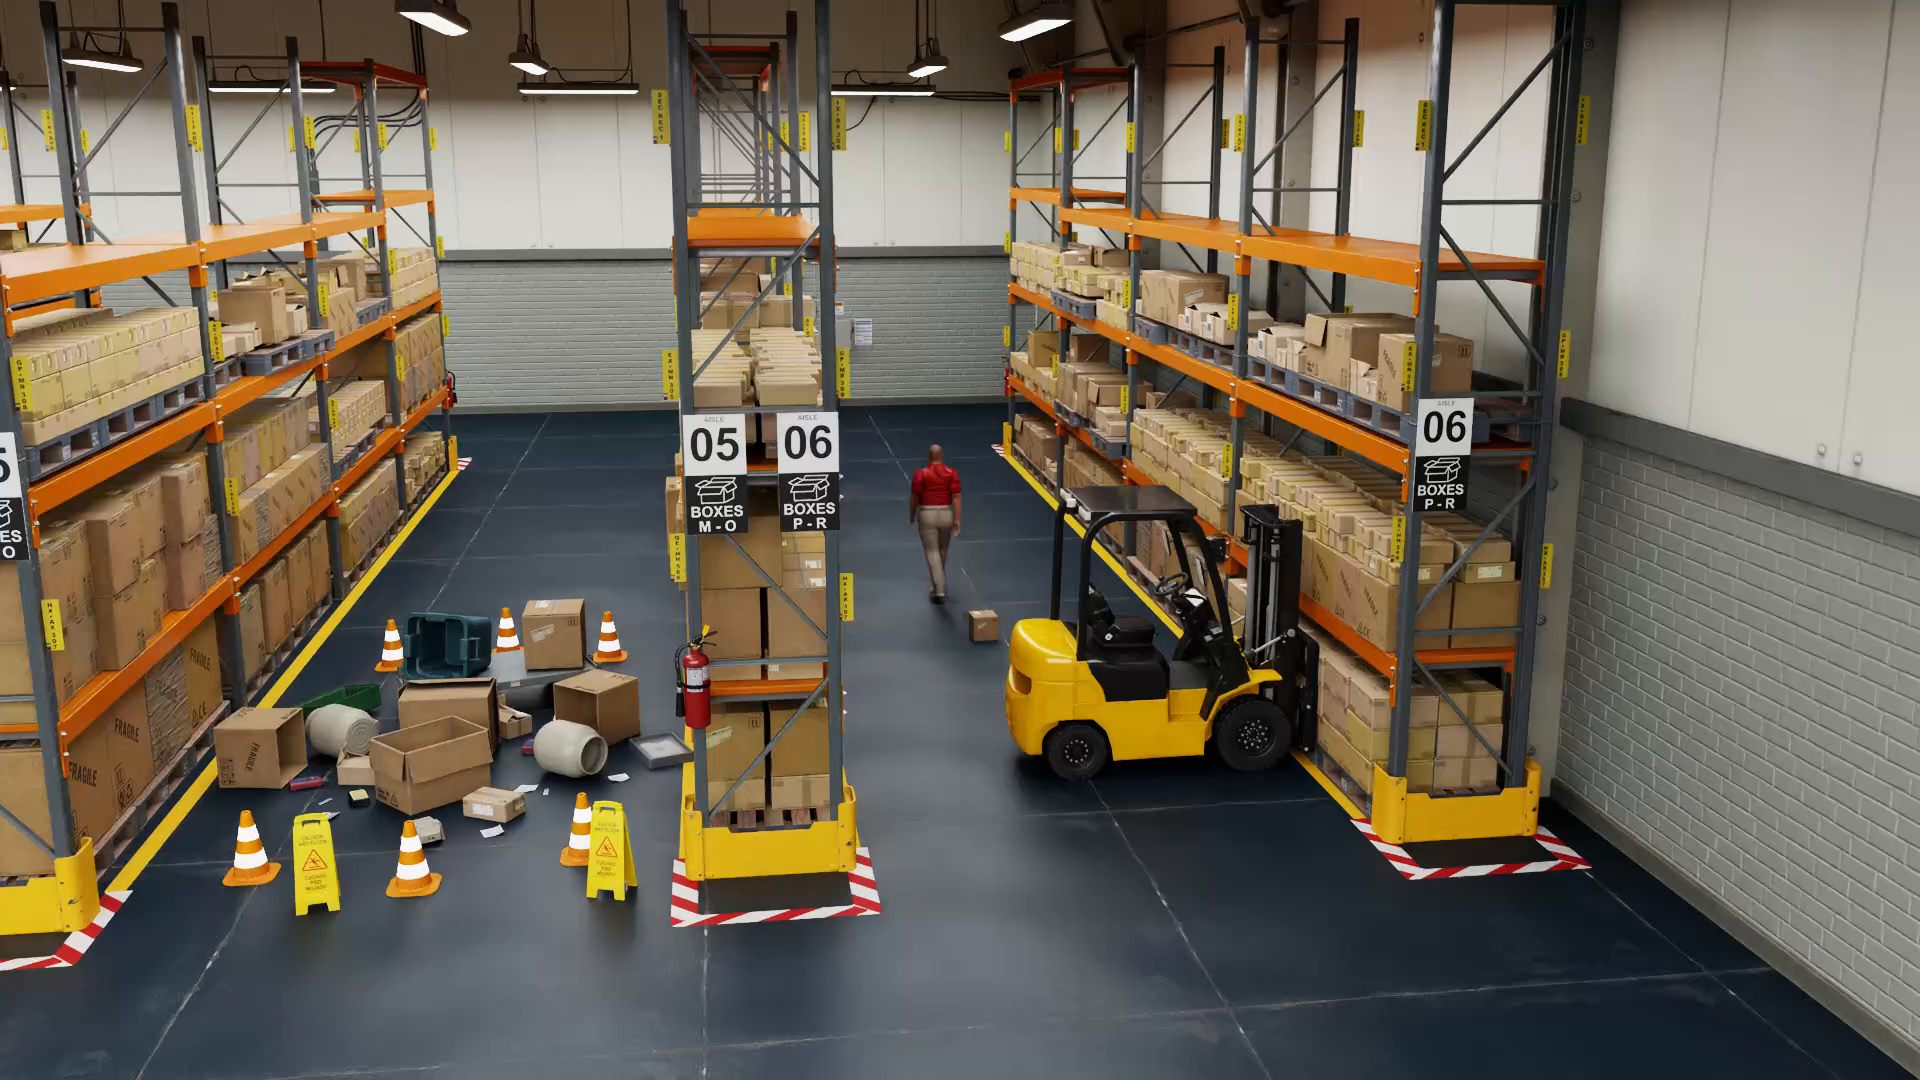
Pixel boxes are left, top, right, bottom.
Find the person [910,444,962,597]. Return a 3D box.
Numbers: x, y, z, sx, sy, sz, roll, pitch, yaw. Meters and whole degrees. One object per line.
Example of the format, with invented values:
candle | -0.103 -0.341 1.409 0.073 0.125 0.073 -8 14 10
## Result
person | -0.302 -0.263 18.595 0.548 1.661 1.045 -4 14 -16
